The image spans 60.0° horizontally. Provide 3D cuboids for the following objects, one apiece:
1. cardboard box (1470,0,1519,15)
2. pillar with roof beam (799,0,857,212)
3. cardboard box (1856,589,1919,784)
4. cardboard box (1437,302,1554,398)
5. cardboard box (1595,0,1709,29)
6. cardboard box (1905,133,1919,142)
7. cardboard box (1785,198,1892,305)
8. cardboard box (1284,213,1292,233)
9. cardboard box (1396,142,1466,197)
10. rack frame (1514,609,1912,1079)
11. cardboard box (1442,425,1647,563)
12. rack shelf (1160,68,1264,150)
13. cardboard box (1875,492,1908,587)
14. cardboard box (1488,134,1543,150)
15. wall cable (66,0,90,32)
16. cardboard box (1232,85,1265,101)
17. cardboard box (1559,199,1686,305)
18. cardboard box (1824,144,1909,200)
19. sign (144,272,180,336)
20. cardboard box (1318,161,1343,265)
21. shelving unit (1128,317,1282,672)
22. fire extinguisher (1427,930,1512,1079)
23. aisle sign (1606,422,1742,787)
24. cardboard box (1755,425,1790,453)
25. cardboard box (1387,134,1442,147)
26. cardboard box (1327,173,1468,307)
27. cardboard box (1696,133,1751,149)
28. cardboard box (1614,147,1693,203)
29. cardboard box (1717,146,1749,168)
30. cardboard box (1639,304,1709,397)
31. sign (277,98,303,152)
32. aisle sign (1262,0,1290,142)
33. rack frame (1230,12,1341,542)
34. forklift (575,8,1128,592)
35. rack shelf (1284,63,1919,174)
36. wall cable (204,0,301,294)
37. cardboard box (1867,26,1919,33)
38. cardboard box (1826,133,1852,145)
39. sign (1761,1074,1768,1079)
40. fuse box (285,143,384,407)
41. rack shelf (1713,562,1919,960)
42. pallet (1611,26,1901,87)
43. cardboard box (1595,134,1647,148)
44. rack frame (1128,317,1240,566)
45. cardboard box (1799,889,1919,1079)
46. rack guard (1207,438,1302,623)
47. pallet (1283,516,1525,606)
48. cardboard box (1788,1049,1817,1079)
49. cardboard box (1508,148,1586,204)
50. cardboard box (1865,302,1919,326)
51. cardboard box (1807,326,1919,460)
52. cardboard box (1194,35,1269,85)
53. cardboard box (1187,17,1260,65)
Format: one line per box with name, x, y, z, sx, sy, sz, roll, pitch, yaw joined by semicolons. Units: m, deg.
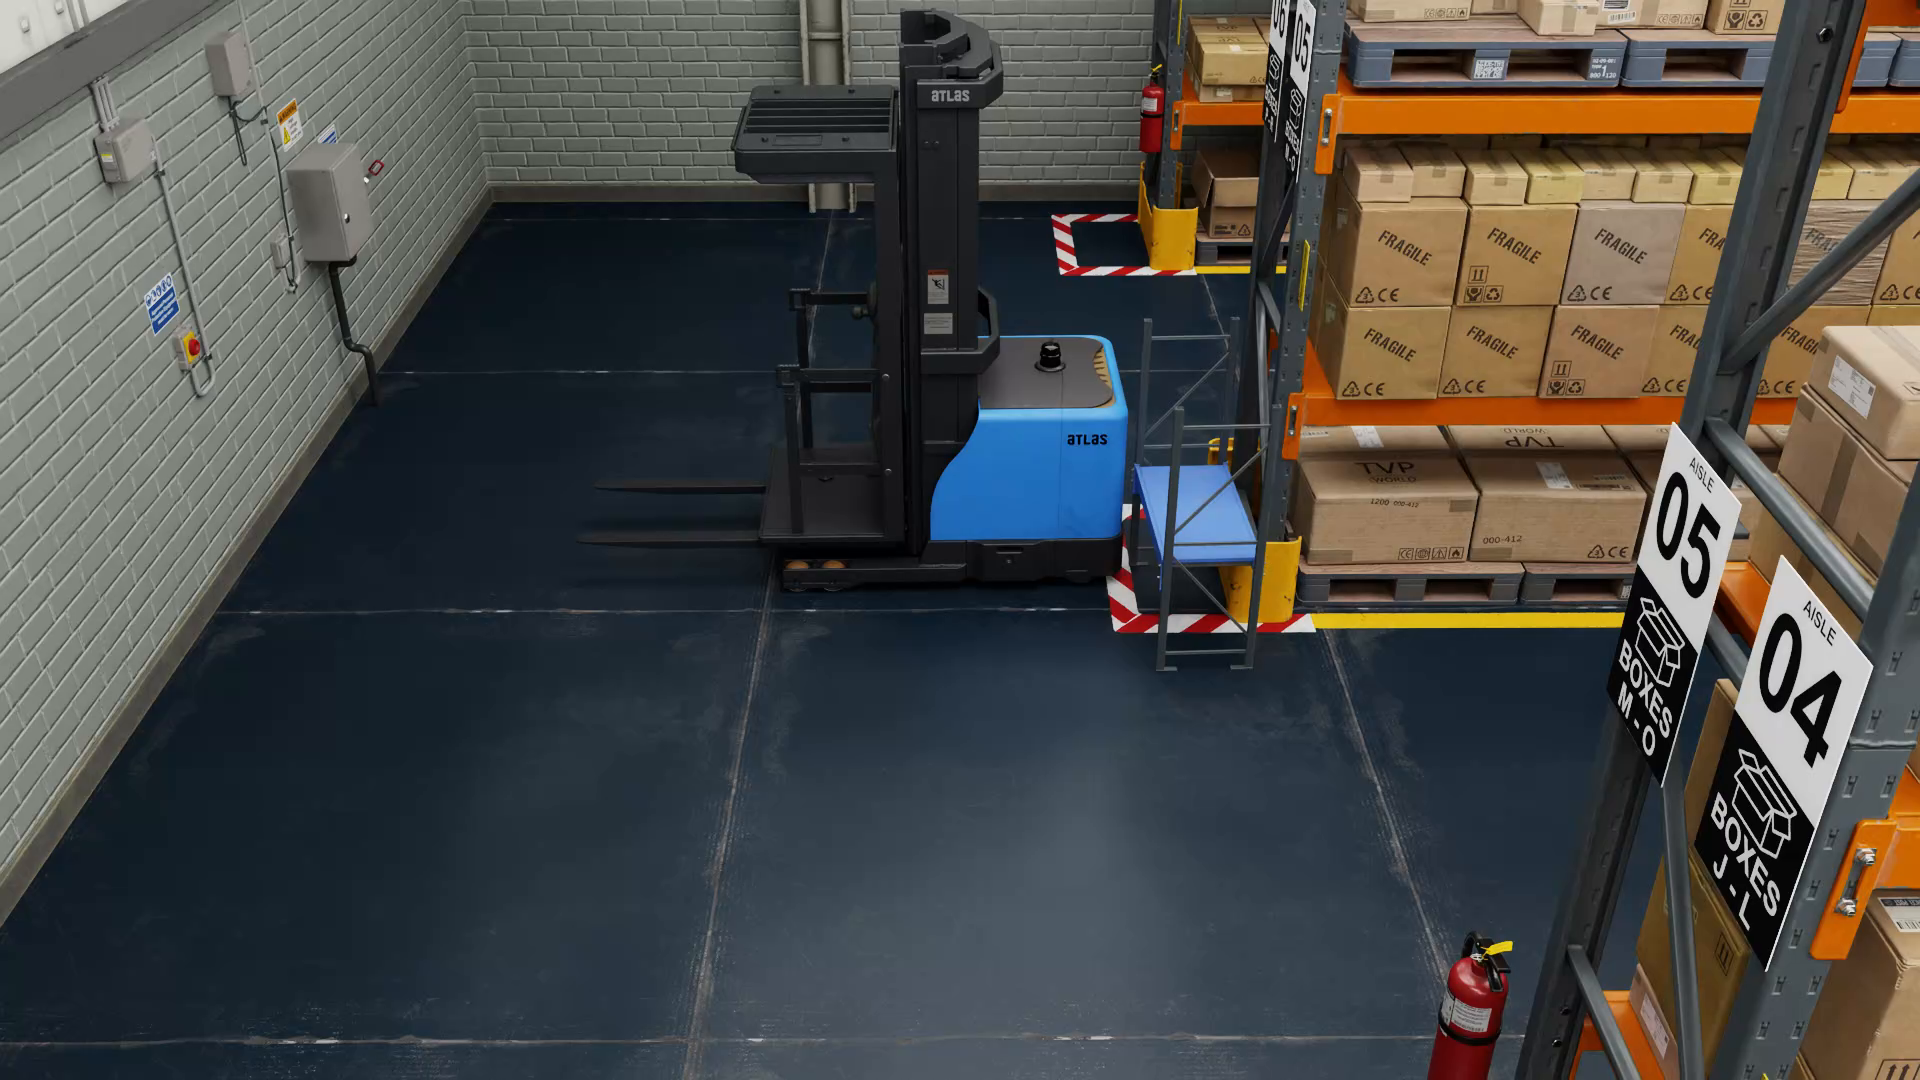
cardboard box;2.505;-2.630;7.931;0.250;0.149;0.380;-2;31;-4
pillar with roof beam;-1.072;-4.507;8.393;0.400;9.000;9.100;0;31;0
cardboard box;2.218;0.338;3.442;0.500;0.250;0.500;1;31;1
cardboard box;2.624;-1.053;8.387;0.500;0.500;0.500;-1;31;-1
cardboard box;3.134;-2.587;7.704;0.500;0.311;0.500;0;31;1
cardboard box;4.808;-2.004;8.364;0.250;0.149;0.380;-1;31;-1
cardboard box;4.150;-1.476;8.120;0.500;0.500;0.500;0;31;0
cardboard box;2.641;-2.611;13.394;0.250;0.149;0.380;-1;31;-2
cardboard box;2.255;-1.785;8.003;0.250;0.149;0.380;1;31;1
rack frame;1.768;1.426;4.398;0.127;3.000;1.000;0;31;0
cardboard box;3.211;-0.287;9.286;0.875;0.438;0.875;1;31;1
rack shelf;3.603;-3.415;13.070;4.000;0.370;1.077;0;31;0
cardboard box;2.218;0.127;3.309;0.500;0.250;0.500;0;31;0
cardboard box;2.758;-2.031;8.410;0.250;0.149;0.380;1;31;1
wall cable;-4.049;-3.543;6.803;0.029;3.000;0.463;0;31;0
cardboard box;2.188;-3.493;12.746;0.250;0.149;0.380;1;31;1
cardboard box;3.150;-1.477;8.121;0.500;0.500;0.500;0;31;-1
cardboard box;4.314;-1.766;7.972;0.250;0.149;0.380;0;31;-1
sign;-4.062;-1.202;8.468;0.001;0.218;0.327;0;31;0
cardboard box;2.118;-1.737;8.550;0.500;0.500;0.500;1;31;1
shelving unit;1.228;-0.243;8.593;0.538;1.500;1.048;-1;31;-2
fire extinguisher;1.513;1.379;4.908;0.183;0.674;0.296;0;31;0
aisle sign;1.693;0.159;3.980;0.004;0.787;0.394;0;31;0
cardboard box;5.008;-0.292;9.294;0.875;0.438;0.875;-1;31;-1
cardboard box;2.248;-2.008;8.371;0.250;0.149;0.380;0;31;1
cardboard box;2.119;-1.466;8.103;0.500;0.500;0.500;-1;31;-1
cardboard box;3.797;-2.040;8.425;0.250;0.149;0.380;0;31;0
cardboard box;3.291;-1.743;7.935;0.250;0.149;0.380;0;31;0
cardboard box;3.806;-1.756;7.956;0.250;0.149;0.380;0;31;0
cardboard box;3.634;-1.056;8.391;0.500;0.500;0.500;1;31;1
sign;-4.075;-2.526;10.114;0.001;0.242;0.339;0;31;0
aisle sign;1.563;-2.414;8.220;0.004;0.787;0.394;0;31;0
rack frame;1.637;-1.142;8.629;0.127;3.000;1.000;0;31;0
forklift;-0.624;-1.246;8.867;3.031;2.935;1.130;-1;31;-1
rack shelf;3.637;-2.123;8.048;4.000;0.370;1.077;0;31;0
wall cable;-4.022;-2.282;9.529;0.122;1.984;0.588;0;31;0
cardboard box;4.289;-2.682;7.676;0.637;0.503;0.797;2;31;4
cardboard box;4.293;-2.049;8.439;0.250;0.149;0.380;-1;31;-2
sign;1.771;1.337;3.709;0.005;0.325;0.100;0;31;0
fuse box;-3.868;-1.651;10.711;0.414;1.711;0.539;0;31;0
rack shelf;3.768;0.444;3.817;4.000;0.370;1.077;0;31;0
pallet;3.602;-2.399;7.896;1.213;0.211;1.003;0;31;0
cardboard box;3.270;-2.027;8.402;0.250;0.149;0.380;1;31;1
rack frame;1.204;-0.506;9.027;0.500;1.500;0.032;-1;31;-2
cardboard box;2.218;0.964;3.811;0.500;0.500;0.500;0;31;-1
rack guard;1.613;-0.073;9.277;0.348;0.500;1.175;0;31;0
pallet;2.436;0.007;9.424;1.213;0.211;1.003;0;31;0
cardboard box;2.219;1.398;4.061;0.500;0.500;0.500;1;31;2
cardboard box;2.779;-1.736;7.923;0.250;0.149;0.380;-1;31;-2
cardboard box;4.660;-1.058;8.396;0.500;0.500;0.500;-1;31;-2
cardboard box;2.099;-0.330;3.678;0.250;0.149;0.380;0;31;-1
cardboard box;2.059;-3.641;12.607;0.500;0.250;0.500;0;31;0
cardboard box;2.062;-3.919;13.064;0.500;0.250;0.500;1;31;1
